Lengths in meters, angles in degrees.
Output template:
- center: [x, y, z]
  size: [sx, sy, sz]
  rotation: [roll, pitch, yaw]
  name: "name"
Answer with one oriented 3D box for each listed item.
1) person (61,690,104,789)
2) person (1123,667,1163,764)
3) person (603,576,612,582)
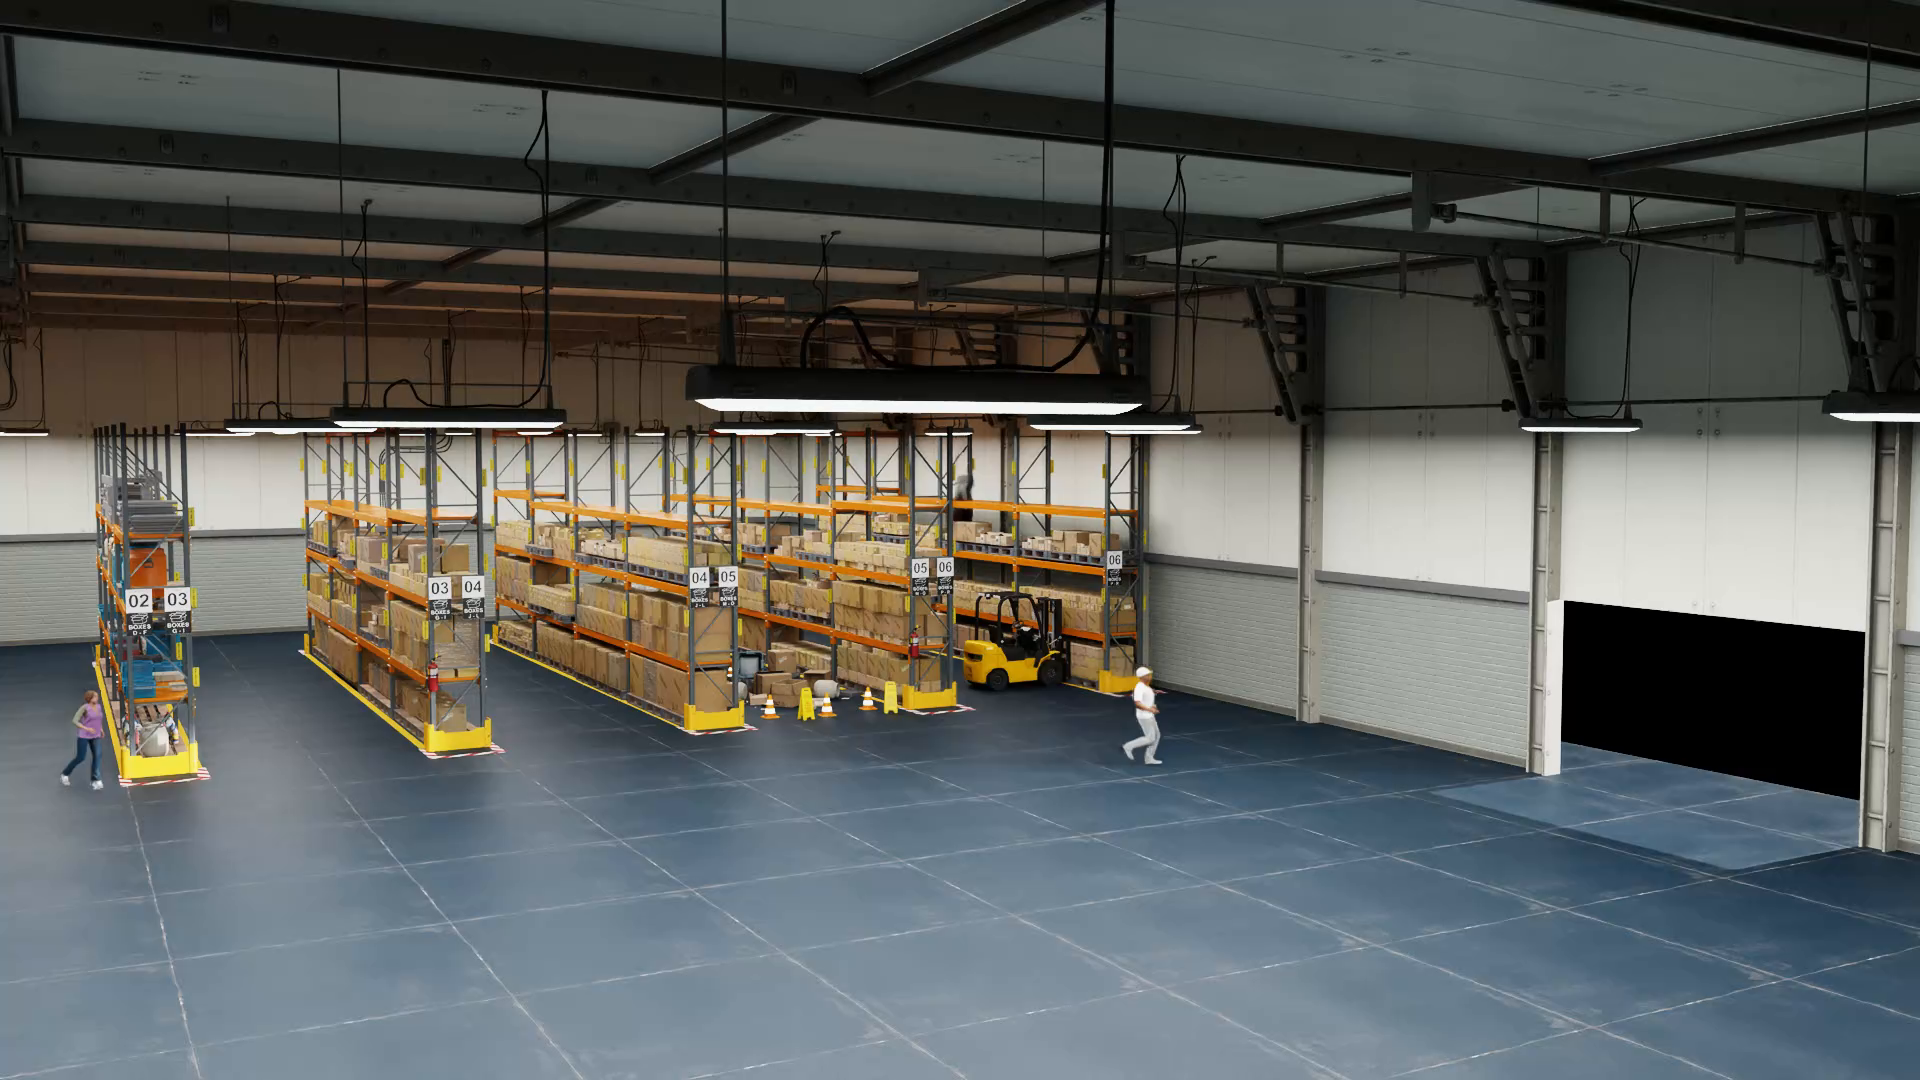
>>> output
- center: [-14.305, 3.265, 27.357]
  size: [0.865, 1.577, 0.609]
  rotation: [2, 4, 26]
  name: "person"
- center: [3.223, 3.092, 29.228]
  size: [0.687, 1.722, 0.705]
  rotation: [1, 4, 14]
  name: "person"
- center: [-10.508, 1.867, 49.800]
  size: [0.803, 1.740, 0.626]
  rotation: [-2, 4, -26]
  name: "person"
